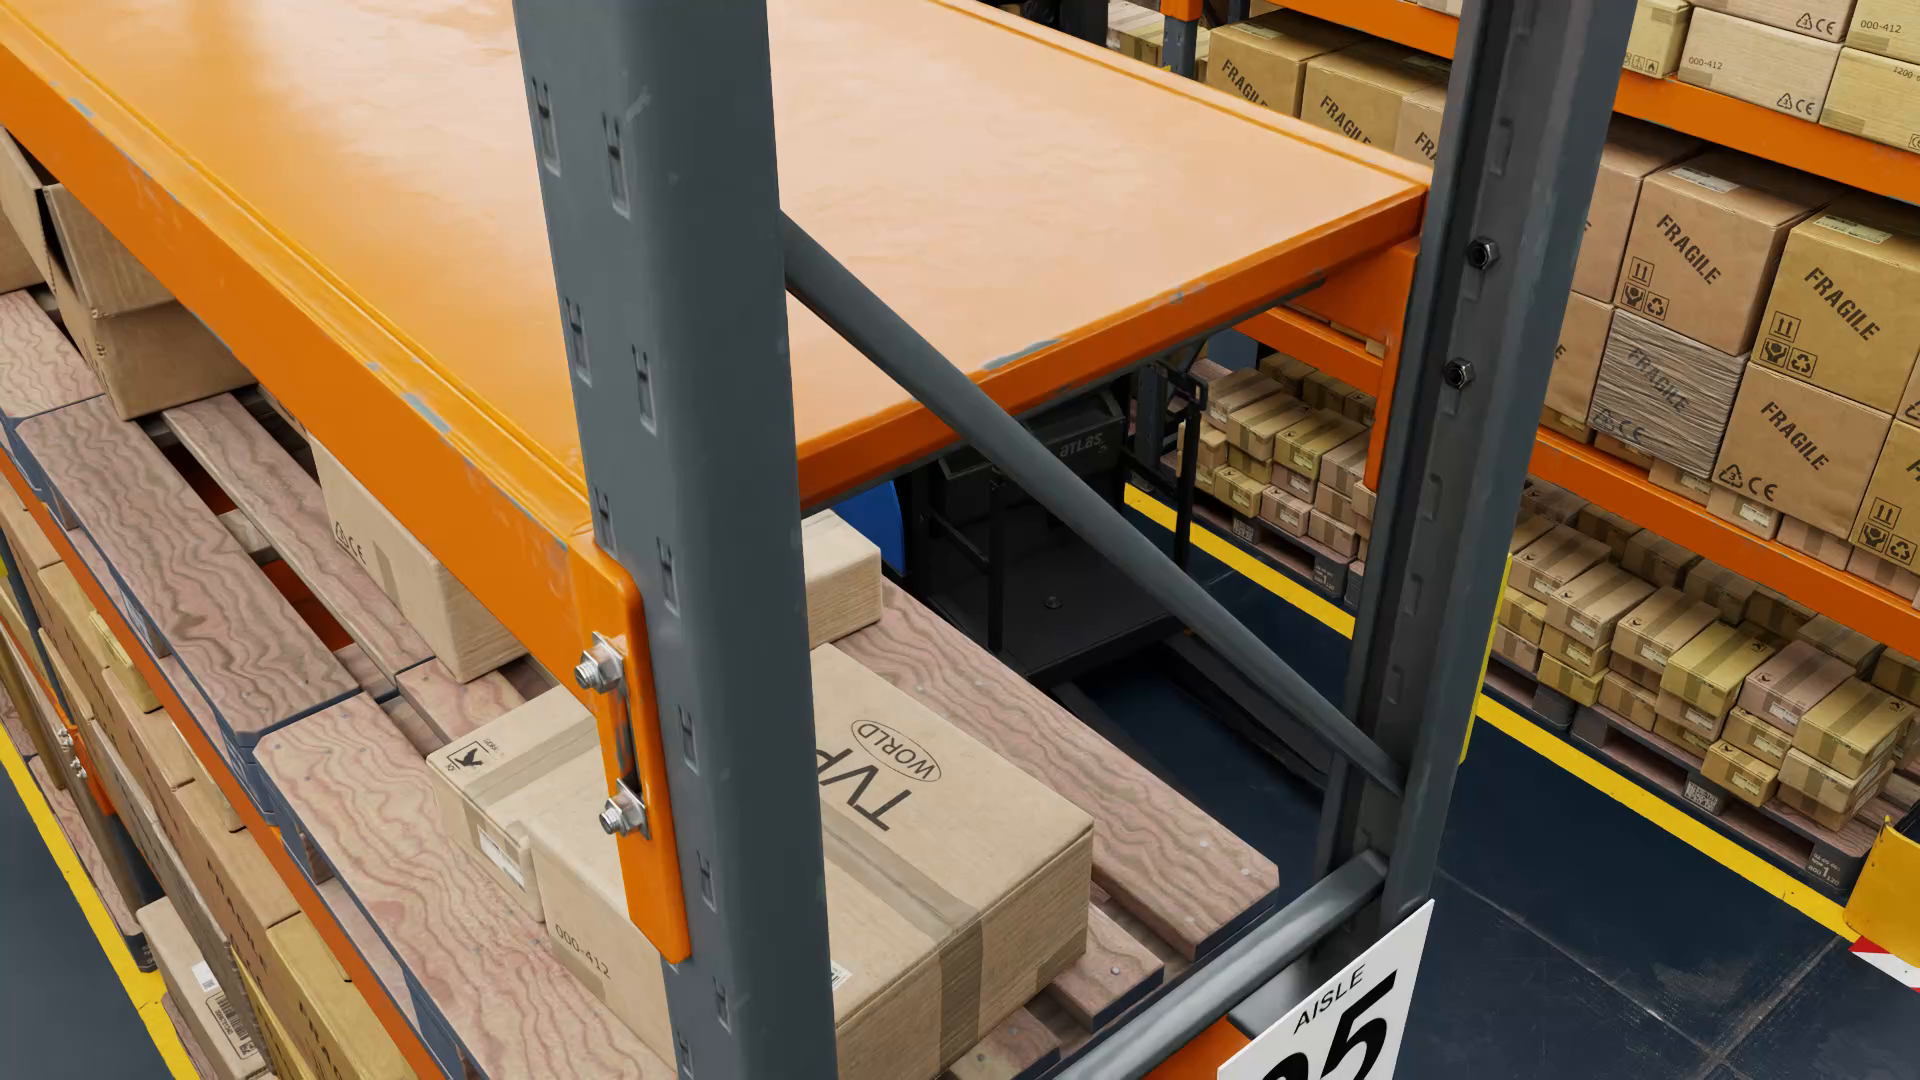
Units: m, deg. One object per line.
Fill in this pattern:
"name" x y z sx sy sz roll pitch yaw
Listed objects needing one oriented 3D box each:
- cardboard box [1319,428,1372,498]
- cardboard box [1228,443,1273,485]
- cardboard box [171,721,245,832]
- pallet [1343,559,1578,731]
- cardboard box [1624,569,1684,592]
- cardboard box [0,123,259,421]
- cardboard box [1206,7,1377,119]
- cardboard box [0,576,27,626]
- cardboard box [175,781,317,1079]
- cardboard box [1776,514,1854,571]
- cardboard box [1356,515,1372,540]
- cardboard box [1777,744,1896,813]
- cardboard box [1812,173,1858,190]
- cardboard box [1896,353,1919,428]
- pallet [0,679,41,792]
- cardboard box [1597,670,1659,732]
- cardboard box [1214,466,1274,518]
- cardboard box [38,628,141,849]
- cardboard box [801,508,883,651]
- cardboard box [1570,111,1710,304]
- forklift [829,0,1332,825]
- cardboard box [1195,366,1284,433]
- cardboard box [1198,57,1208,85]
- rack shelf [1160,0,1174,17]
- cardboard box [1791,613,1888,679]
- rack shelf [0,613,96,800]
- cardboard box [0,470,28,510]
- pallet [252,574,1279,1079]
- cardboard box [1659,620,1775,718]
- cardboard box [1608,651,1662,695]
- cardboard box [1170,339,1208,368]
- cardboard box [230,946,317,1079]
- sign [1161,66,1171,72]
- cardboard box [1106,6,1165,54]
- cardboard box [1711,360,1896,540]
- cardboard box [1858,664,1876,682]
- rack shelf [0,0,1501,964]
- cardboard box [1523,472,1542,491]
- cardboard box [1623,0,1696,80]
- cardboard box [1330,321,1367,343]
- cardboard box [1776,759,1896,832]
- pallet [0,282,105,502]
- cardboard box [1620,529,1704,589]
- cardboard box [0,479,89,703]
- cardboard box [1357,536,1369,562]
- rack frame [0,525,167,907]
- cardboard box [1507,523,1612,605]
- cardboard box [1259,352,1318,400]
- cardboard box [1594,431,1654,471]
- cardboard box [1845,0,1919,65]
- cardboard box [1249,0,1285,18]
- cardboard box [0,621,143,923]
"cardboard box" 1.894 -0.351 7.739 0.380 0.149 0.250 -27 43 -33
"cardboard box" 1.532 -0.445 8.129 0.380 0.149 0.250 -26 43 -31
"cardboard box" -1.432 0.419 3.550 0.380 0.149 0.250 -26 43 -32
"pallet" 2.562 0.287 7.663 1.003 0.211 1.213 -26 43 -32
"cardboard box" 3.064 0.184 7.241 0.380 0.149 0.250 -28 44 -34
"cardboard box" -1.511 -0.678 3.477 0.797 0.503 0.637 -23 41 -28
"cardboard box" 1.416 -1.954 7.204 0.500 0.500 0.500 -25 42 -31
"cardboard box" -2.876 -0.029 5.393 0.500 0.250 0.500 -26 43 -32
"cardboard box" -1.317 0.748 3.646 0.500 0.500 0.500 -26 43 -32
"cardboard box" 3.160 -0.072 5.974 0.380 0.149 0.250 -26 43 -32
"cardboard box" 2.048 -0.101 7.643 0.380 0.149 0.250 -24 42 -30
"cardboard box" 3.333 0.837 6.319 0.380 0.149 0.250 -27 44 -33
"cardboard box" 3.156 -1.233 6.187 0.500 0.500 0.500 -27 43 -33
"cardboard box" 3.407 -0.587 5.274 0.500 0.500 0.500 -27 43 -33
"pallet" -3.753 0.504 7.356 1.003 0.211 1.213 -26 43 -32
"cardboard box" 2.876 0.601 6.909 0.380 0.149 0.250 -26 43 -31
"cardboard box" 1.472 -0.283 8.158 0.380 0.149 0.250 -25 42 -31
"cardboard box" -2.303 0.481 4.888 0.500 0.500 0.500 -25 42 -30
"cardboard box" -0.351 0.083 2.709 0.380 0.149 0.250 -24 42 -30
"cardboard box" 2.393 -1.269 6.238 0.500 0.500 0.500 -28 44 -33
"forklift" 0.416 -0.725 6.738 1.130 2.935 3.031 -21 40 -26
"cardboard box" 1.375 -0.695 8.224 0.380 0.149 0.250 -24 42 -30
"cardboard box" 1.408 -2.331 8.285 0.380 0.149 0.250 -24 42 -30
"rack shelf" 0.020 -3.487 8.605 1.077 0.370 4.000 -26 43 -32
"cardboard box" 3.543 0.407 6.669 0.380 0.149 0.250 -25 42 -31
"rack shelf" -3.696 -0.372 6.803 1.077 0.370 4.000 -26 43 -32
"cardboard box" -2.400 -0.260 4.509 0.380 0.149 0.250 -27 43 -32
"pallet" -0.311 0.472 2.470 1.003 0.211 1.213 -26 43 -32
"cardboard box" 2.974 0.503 6.533 0.380 0.149 0.250 -27 43 -33
"cardboard box" 2.902 0.451 6.864 0.380 0.149 0.250 -27 43 -32
"cardboard box" 1.036 -1.250 9.219 0.500 0.500 0.500 -24 42 -30
"cardboard box" -1.333 1.155 3.938 0.500 0.500 0.500 -25 42 -30
"sign" 0.889 -1.937 7.388 0.100 0.325 0.005 -26 43 -32
"cardboard box" 0.900 -2.677 8.773 0.380 0.149 0.250 -27 43 -32
"cardboard box" 3.077 -0.401 5.878 0.500 0.500 0.500 -27 43 -32
"cardboard box" 3.616 0.494 6.803 0.380 0.149 0.250 -26 43 -32
"rack shelf" -1.115 -0.891 2.691 1.077 0.370 4.000 -26 43 -32
"cardboard box" 2.637 -0.316 7.689 0.380 0.149 0.250 -28 44 -33
"cardboard box" 2.393 -1.846 5.796 0.500 0.250 0.500 -24 42 -30
"cardboard box" 1.850 -1.017 7.308 0.380 0.149 0.250 -28 44 -34
"cardboard box" 3.393 0.930 6.445 0.380 0.149 0.250 -25 42 -31
"pallet" -1.886 -0.605 3.991 1.003 0.211 1.213 -26 43 -32
"cardboard box" 3.084 0.043 7.182 0.380 0.149 0.250 -24 42 -30
"cardboard box" -2.283 0.069 4.606 0.500 0.500 0.500 -26 43 -31
"cardboard box" 2.074 0.006 7.749 0.380 0.149 0.250 -28 44 -34
"rack frame" -2.406 0.217 5.348 1.000 3.000 0.127 -26 43 -32
"cardboard box" 2.554 0.110 7.088 0.380 0.149 0.250 -28 44 -33
"cardboard box" 1.739 -0.864 8.464 0.380 0.149 0.250 -25 42 -31
"cardboard box" 2.702 -0.445 6.500 0.380 0.149 0.250 -28 44 -34
"cardboard box" 3.069 -1.608 5.027 0.500 0.250 0.500 -27 44 -33
"cardboard box" 3.013 -4.237 13.112 1.225 0.875 0.875 -28 44 -34
"cardboard box" -2.867 0.669 6.185 0.875 0.875 0.875 -25 42 -30
